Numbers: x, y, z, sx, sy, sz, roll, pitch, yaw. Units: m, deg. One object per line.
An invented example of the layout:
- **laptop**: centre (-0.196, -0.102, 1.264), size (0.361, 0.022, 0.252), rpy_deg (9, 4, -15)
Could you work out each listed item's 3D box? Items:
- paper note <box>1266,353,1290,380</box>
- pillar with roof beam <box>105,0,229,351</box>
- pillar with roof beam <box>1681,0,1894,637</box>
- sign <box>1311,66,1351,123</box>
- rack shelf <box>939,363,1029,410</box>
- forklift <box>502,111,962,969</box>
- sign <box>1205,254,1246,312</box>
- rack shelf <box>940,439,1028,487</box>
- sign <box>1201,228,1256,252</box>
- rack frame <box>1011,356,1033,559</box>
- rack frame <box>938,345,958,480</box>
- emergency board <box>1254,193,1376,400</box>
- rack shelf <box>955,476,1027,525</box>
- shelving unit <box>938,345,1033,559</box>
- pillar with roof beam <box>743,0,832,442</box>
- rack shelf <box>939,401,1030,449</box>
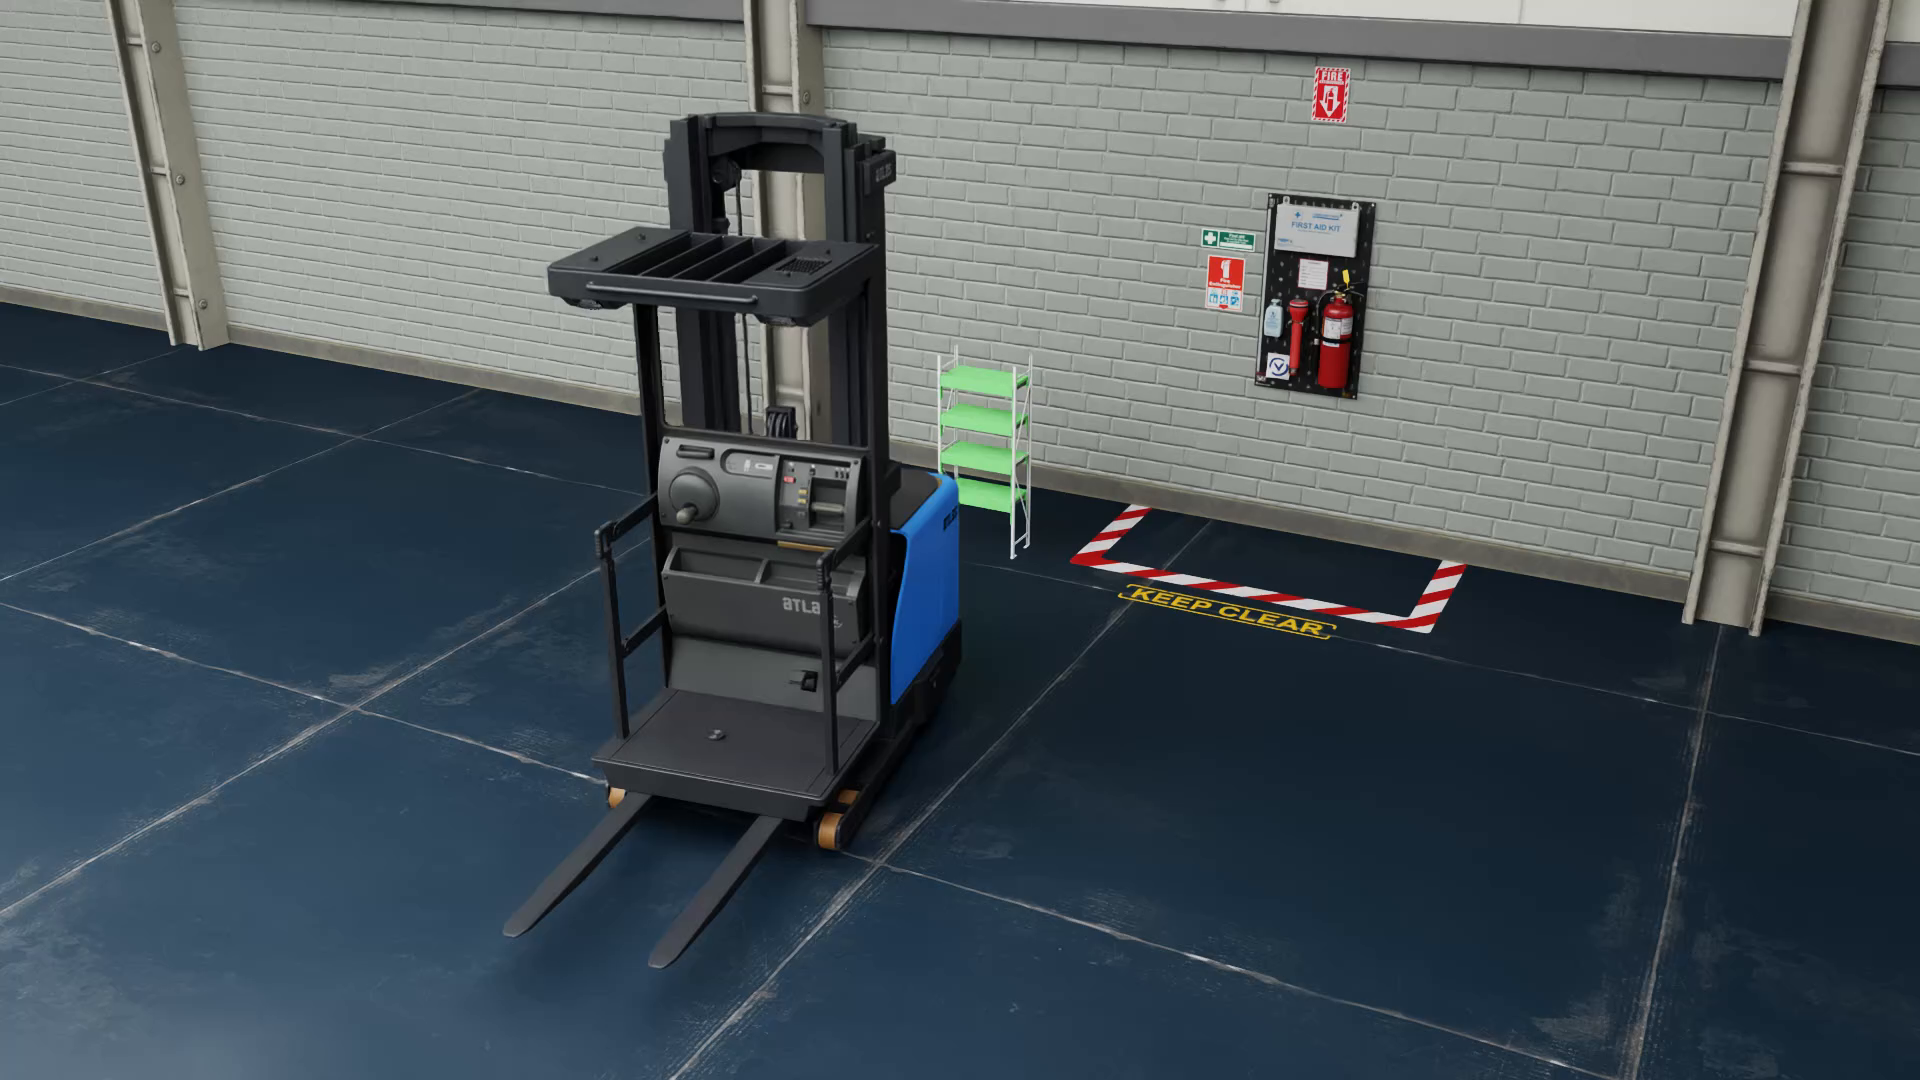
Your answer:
- **paper note**: centre (1.914, -1.044, 9.997), size (0.142, 0.148, 0.016), rpy_deg (11, 25, 25)
- **pillar with roof beam**: centre (-8.422, -4.320, 8.910), size (0.400, 9.000, 9.100), rpy_deg (11, 25, 25)
- **pillar with roof beam**: centre (2.287, -2.201, 3.927), size (0.400, 9.000, 9.100), rpy_deg (11, 25, 25)
- **sign**: centre (2.079, -2.497, 9.326), size (0.199, 0.298, 0.001), rpy_deg (11, 25, 25)
- **rack shelf**: centre (0.148, -0.906, 9.784), size (0.480, 0.148, 0.258), rpy_deg (11, 25, 25)
- **forklift**: centre (-0.929, -0.194, 6.961), size (1.130, 2.935, 3.031), rpy_deg (7, 24, 16)
- **sign**: centre (1.594, -1.544, 10.002), size (0.234, 0.329, 0.001), rpy_deg (11, 25, 25)
- **rack shelf**: centre (0.148, -0.464, 9.971), size (0.480, 0.148, 0.258), rpy_deg (11, 25, 25)
- **sign**: centre (1.594, -1.784, 9.889), size (0.331, 0.109, 0.001), rpy_deg (11, 25, 25)
- **rack frame**: centre (0.365, -0.480, 9.845), size (0.015, 1.200, 0.240), rpy_deg (11, 25, 25)
- **rack frame**: centre (-0.070, -0.566, 10.048), size (0.015, 1.200, 0.240), rpy_deg (11, 25, 25)
- **emergency board**: centre (2.041, -1.394, 9.694), size (0.643, 1.169, 0.194), rpy_deg (11, 25, 25)
- **rack shelf**: centre (0.148, -0.243, 10.065), size (0.480, 0.148, 0.258), rpy_deg (11, 25, 25)
- **shelving unit**: centre (0.148, -0.523, 9.946), size (0.503, 1.200, 0.258), rpy_deg (11, 25, 25)
- **pillar with roof beam**: centre (-3.068, -3.261, 6.419), size (0.400, 9.000, 9.100), rpy_deg (11, 25, 25)
- **rack shelf**: centre (0.148, -0.685, 9.878), size (0.480, 0.148, 0.258), rpy_deg (11, 25, 25)
